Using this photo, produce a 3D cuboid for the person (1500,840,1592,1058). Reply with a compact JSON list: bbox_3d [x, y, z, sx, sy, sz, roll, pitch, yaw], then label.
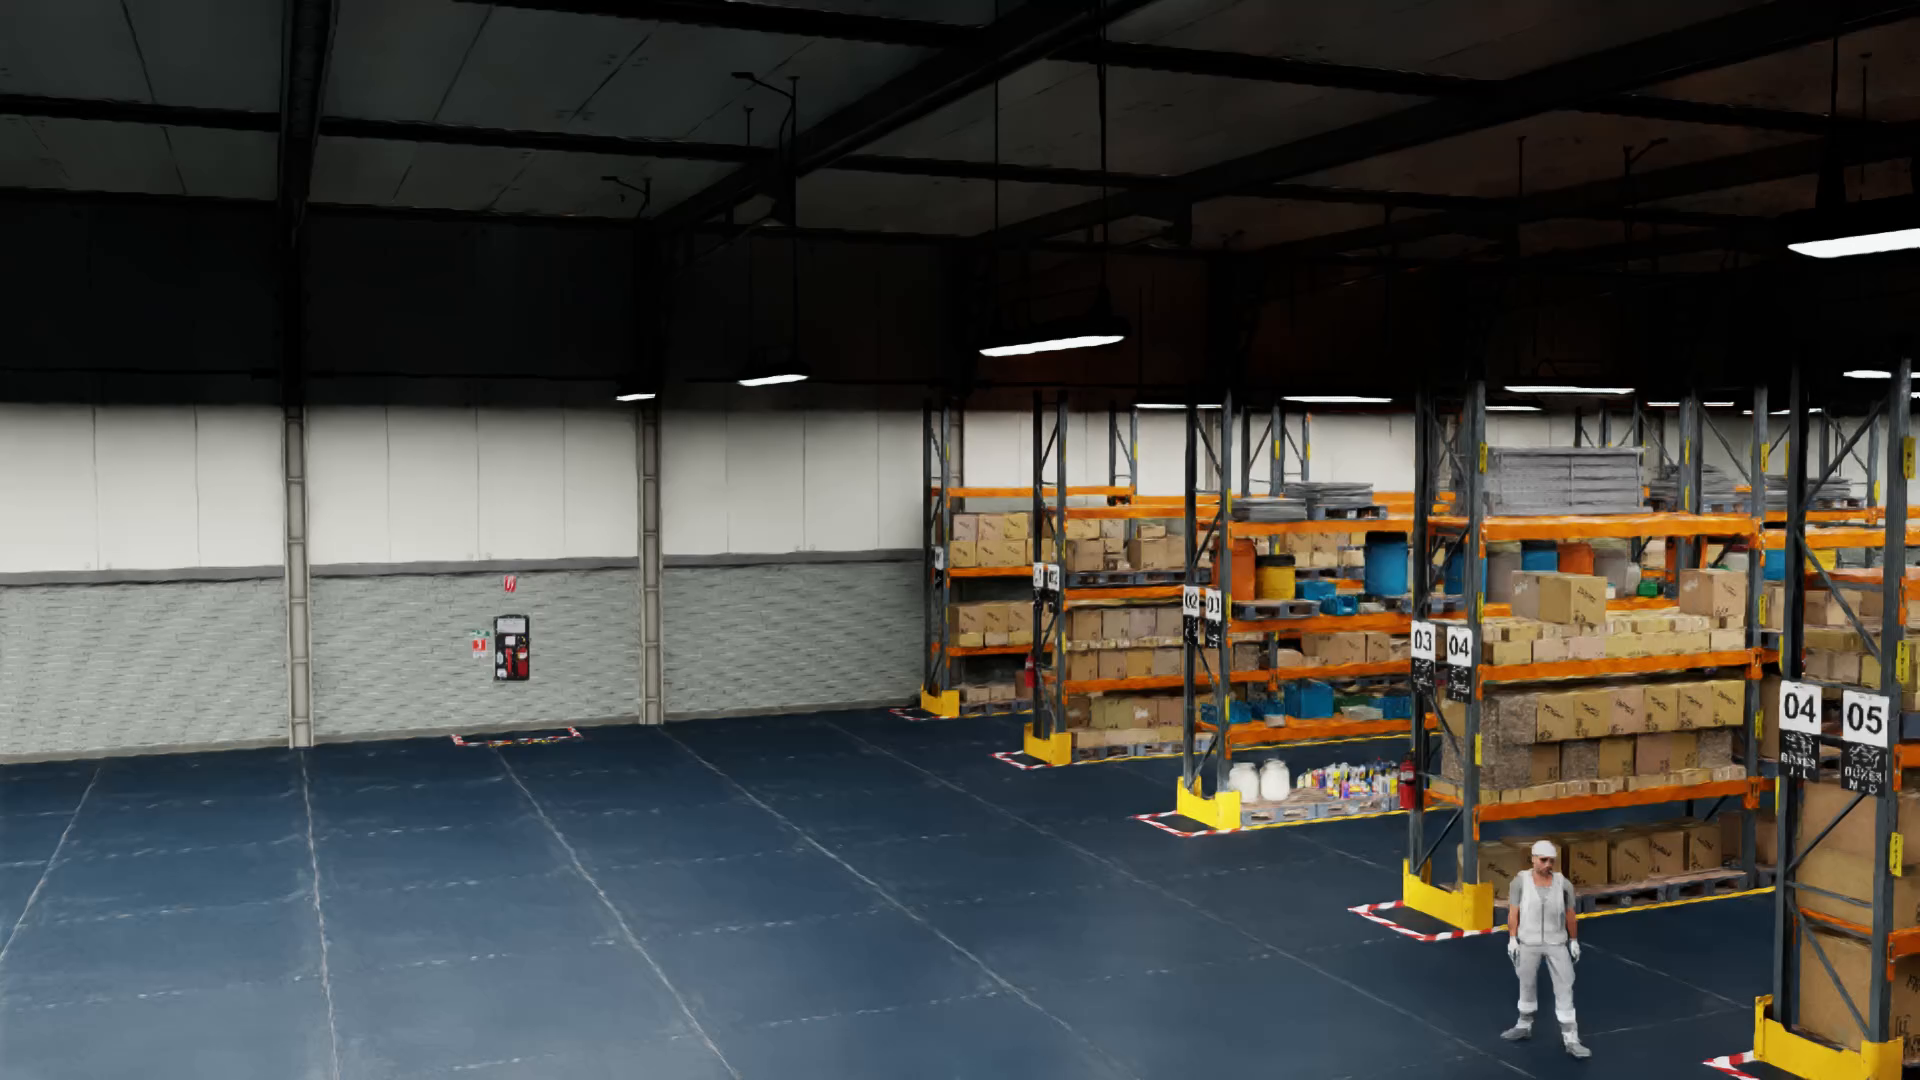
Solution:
[{"bbox_3d":[4.981,3.426,14.104,0.722,1.781,0.566,1,4,17],"label":"person"}]
